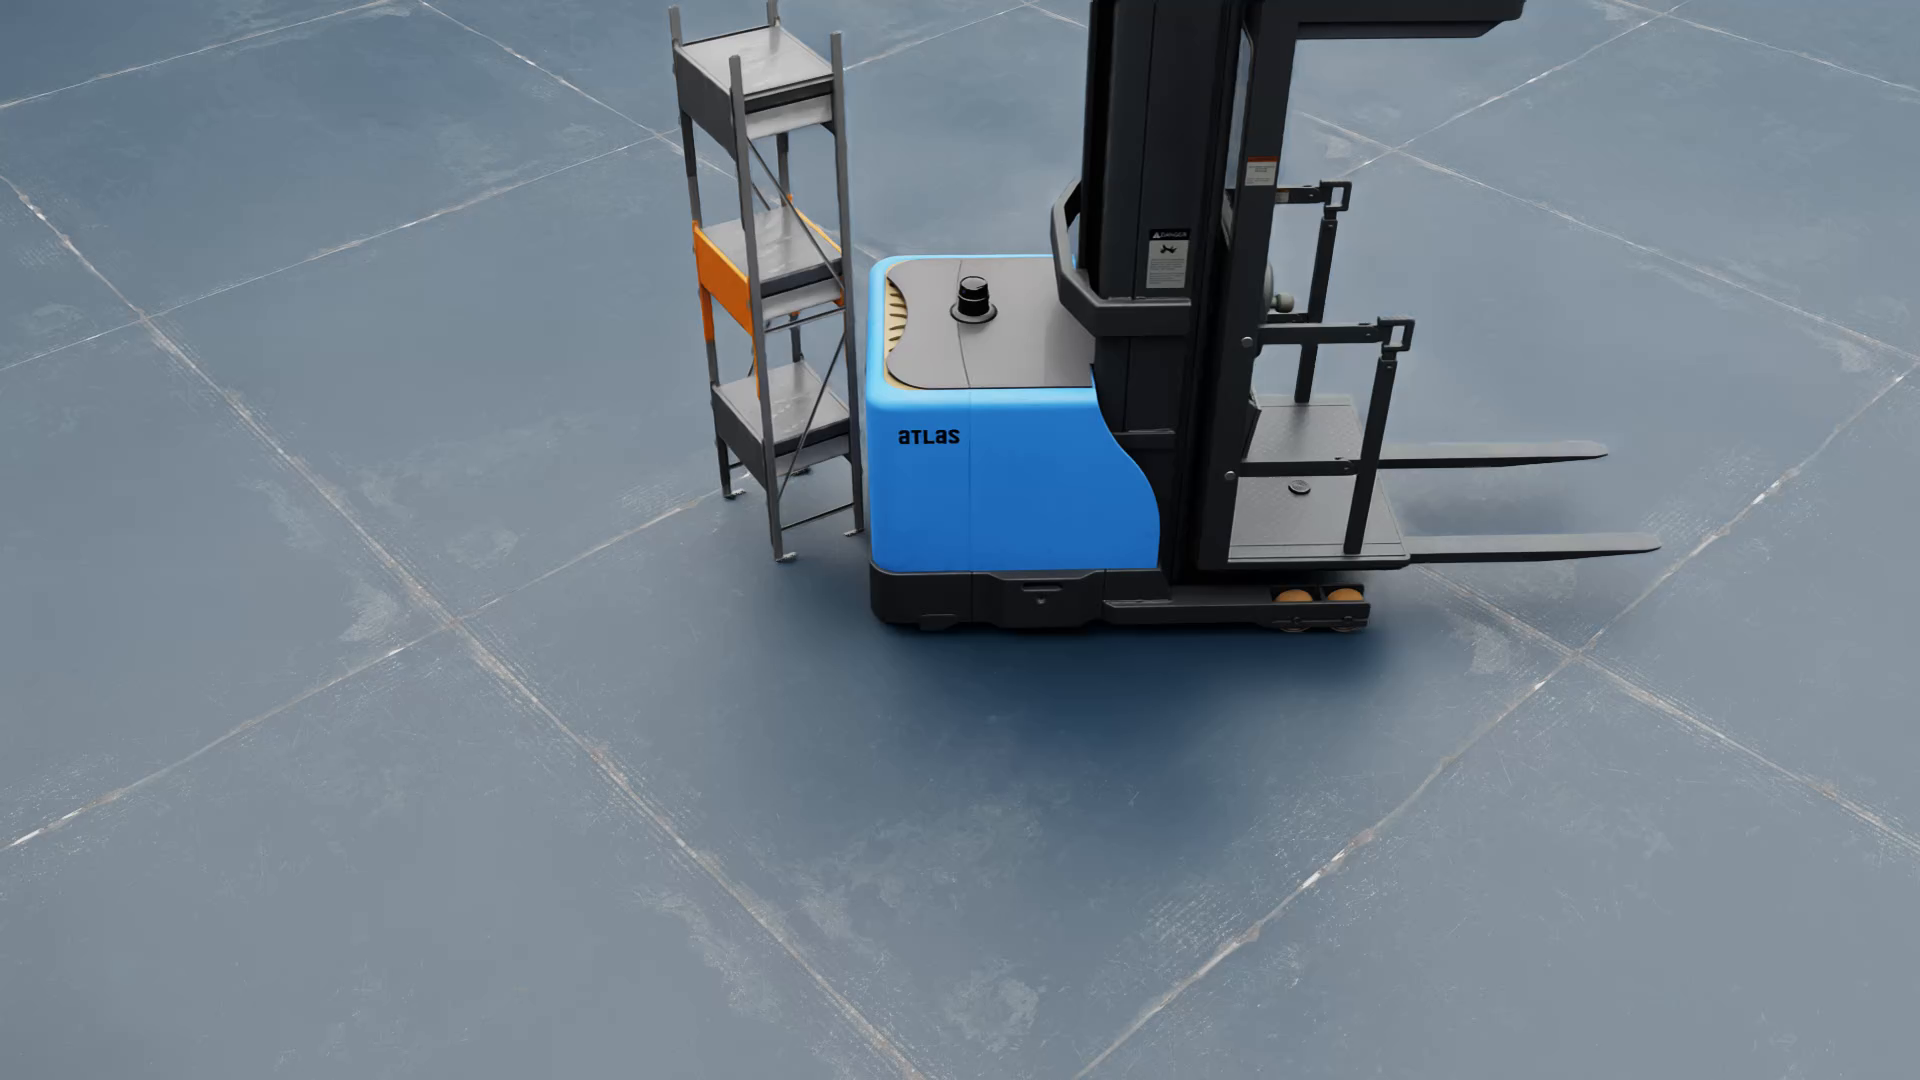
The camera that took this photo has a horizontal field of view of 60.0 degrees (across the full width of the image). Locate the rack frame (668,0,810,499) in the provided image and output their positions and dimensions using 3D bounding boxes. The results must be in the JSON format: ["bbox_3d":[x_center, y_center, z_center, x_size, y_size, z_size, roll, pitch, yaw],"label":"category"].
[{"bbox_3d":[-0.818,-1.057,6.388,0.400,2.100,0.015,-21,43,-24],"label":"rack frame"}]

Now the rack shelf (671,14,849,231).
[{"bbox_3d":[-0.693,-1.460,5.794,0.431,0.518,0.480,-21,43,-24],"label":"rack shelf"}]

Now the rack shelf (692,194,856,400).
[{"bbox_3d":[-0.693,-0.915,6.234,0.431,0.518,0.480,-21,43,-24],"label":"rack shelf"}]

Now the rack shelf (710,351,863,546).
[{"bbox_3d":[-0.693,-0.371,6.674,0.431,0.518,0.480,-21,43,-24],"label":"rack shelf"}]

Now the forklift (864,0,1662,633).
[{"bbox_3d":[1.164,-1.123,5.808,3.031,2.935,1.130,-1,39,-1],"label":"forklift"}]

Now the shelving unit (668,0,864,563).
[{"bbox_3d":[-0.693,-0.926,6.225,0.431,2.100,0.503,-21,43,-24],"label":"shelving unit"}]

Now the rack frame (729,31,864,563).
[{"bbox_3d":[-0.567,-0.795,6.063,0.400,2.100,0.015,-21,43,-24],"label":"rack frame"}]
